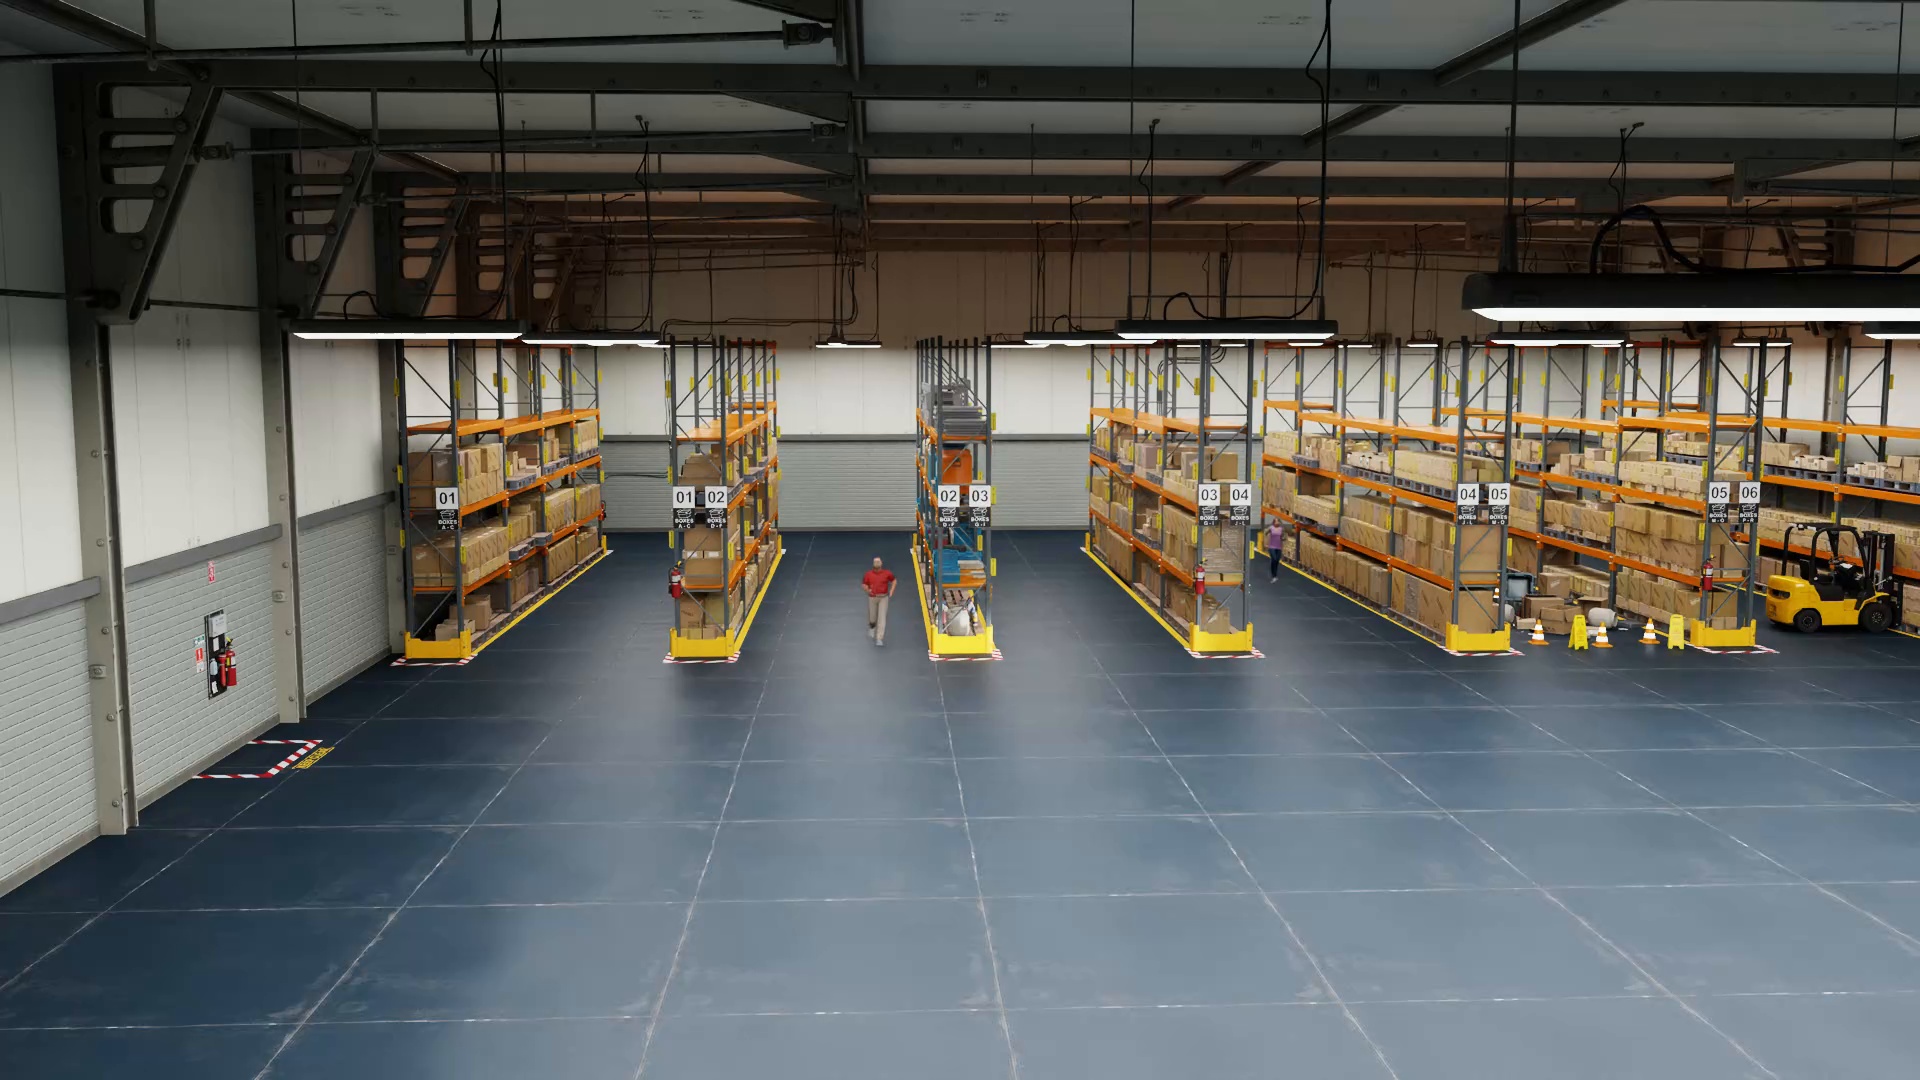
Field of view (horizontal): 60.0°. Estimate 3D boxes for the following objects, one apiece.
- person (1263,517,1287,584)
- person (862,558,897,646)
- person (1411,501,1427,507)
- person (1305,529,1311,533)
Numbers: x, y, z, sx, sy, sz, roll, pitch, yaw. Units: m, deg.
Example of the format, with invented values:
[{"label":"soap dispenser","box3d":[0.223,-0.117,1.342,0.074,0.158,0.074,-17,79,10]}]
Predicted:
[{"label":"person","box3d":[7.811,0.246,41.218,0.507,1.646,0.728,-1,7,-7]},{"label":"person","box3d":[-1.594,1.191,32.614,0.677,1.671,0.891,0,6,2]},{"label":"person","box3d":[13.706,-0.742,49.411,0.648,1.738,0.696,-2,7,-14]},{"label":"person","box3d":[10.483,-0.692,49.099,0.919,1.651,0.600,0,6,-3]}]
